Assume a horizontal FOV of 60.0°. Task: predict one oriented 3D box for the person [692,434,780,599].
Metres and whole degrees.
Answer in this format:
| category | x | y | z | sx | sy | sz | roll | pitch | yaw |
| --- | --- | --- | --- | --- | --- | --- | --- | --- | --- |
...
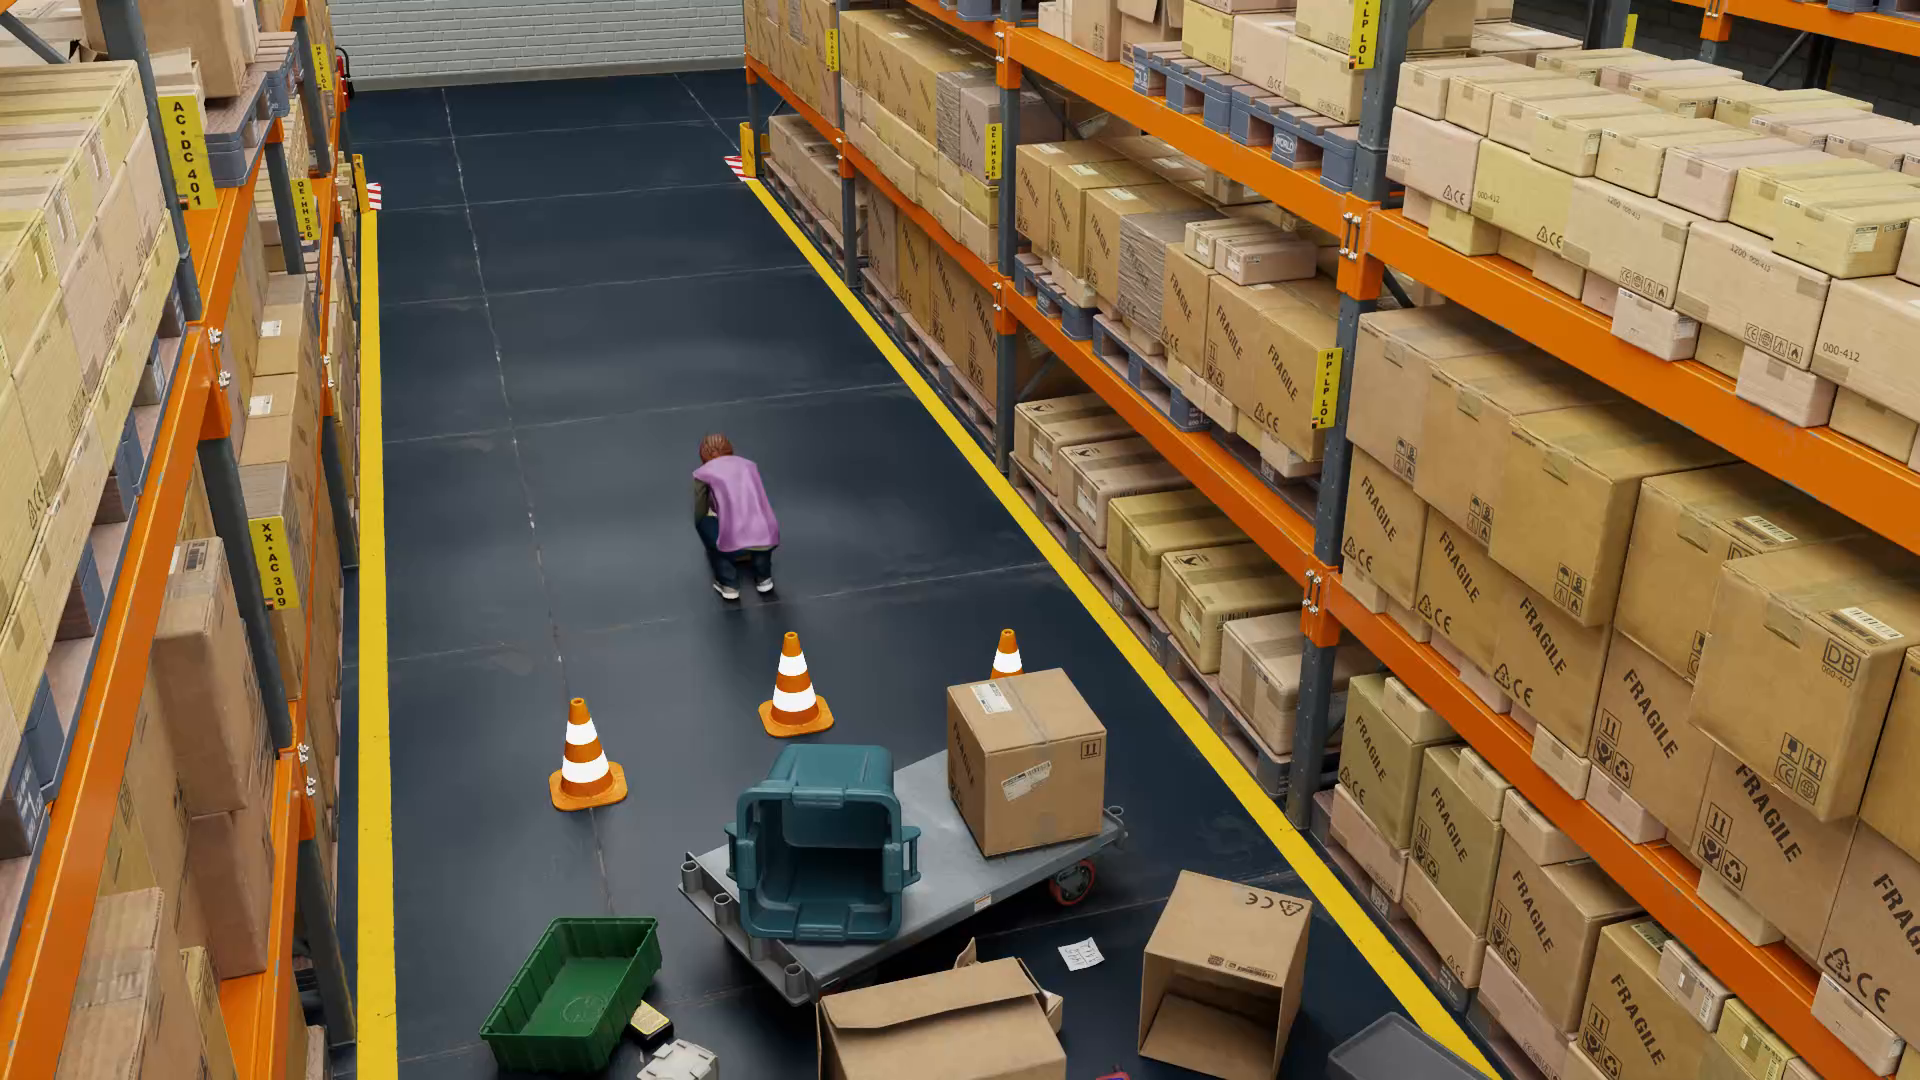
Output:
| category | x | y | z | sx | sy | sz | roll | pitch | yaw |
| --- | --- | --- | --- | --- | --- | --- | --- | --- | --- |
| person | -1.250 | -0.119 | 9.289 | 0.433 | 0.772 | 0.804 | -8 | 28 | -16 |
